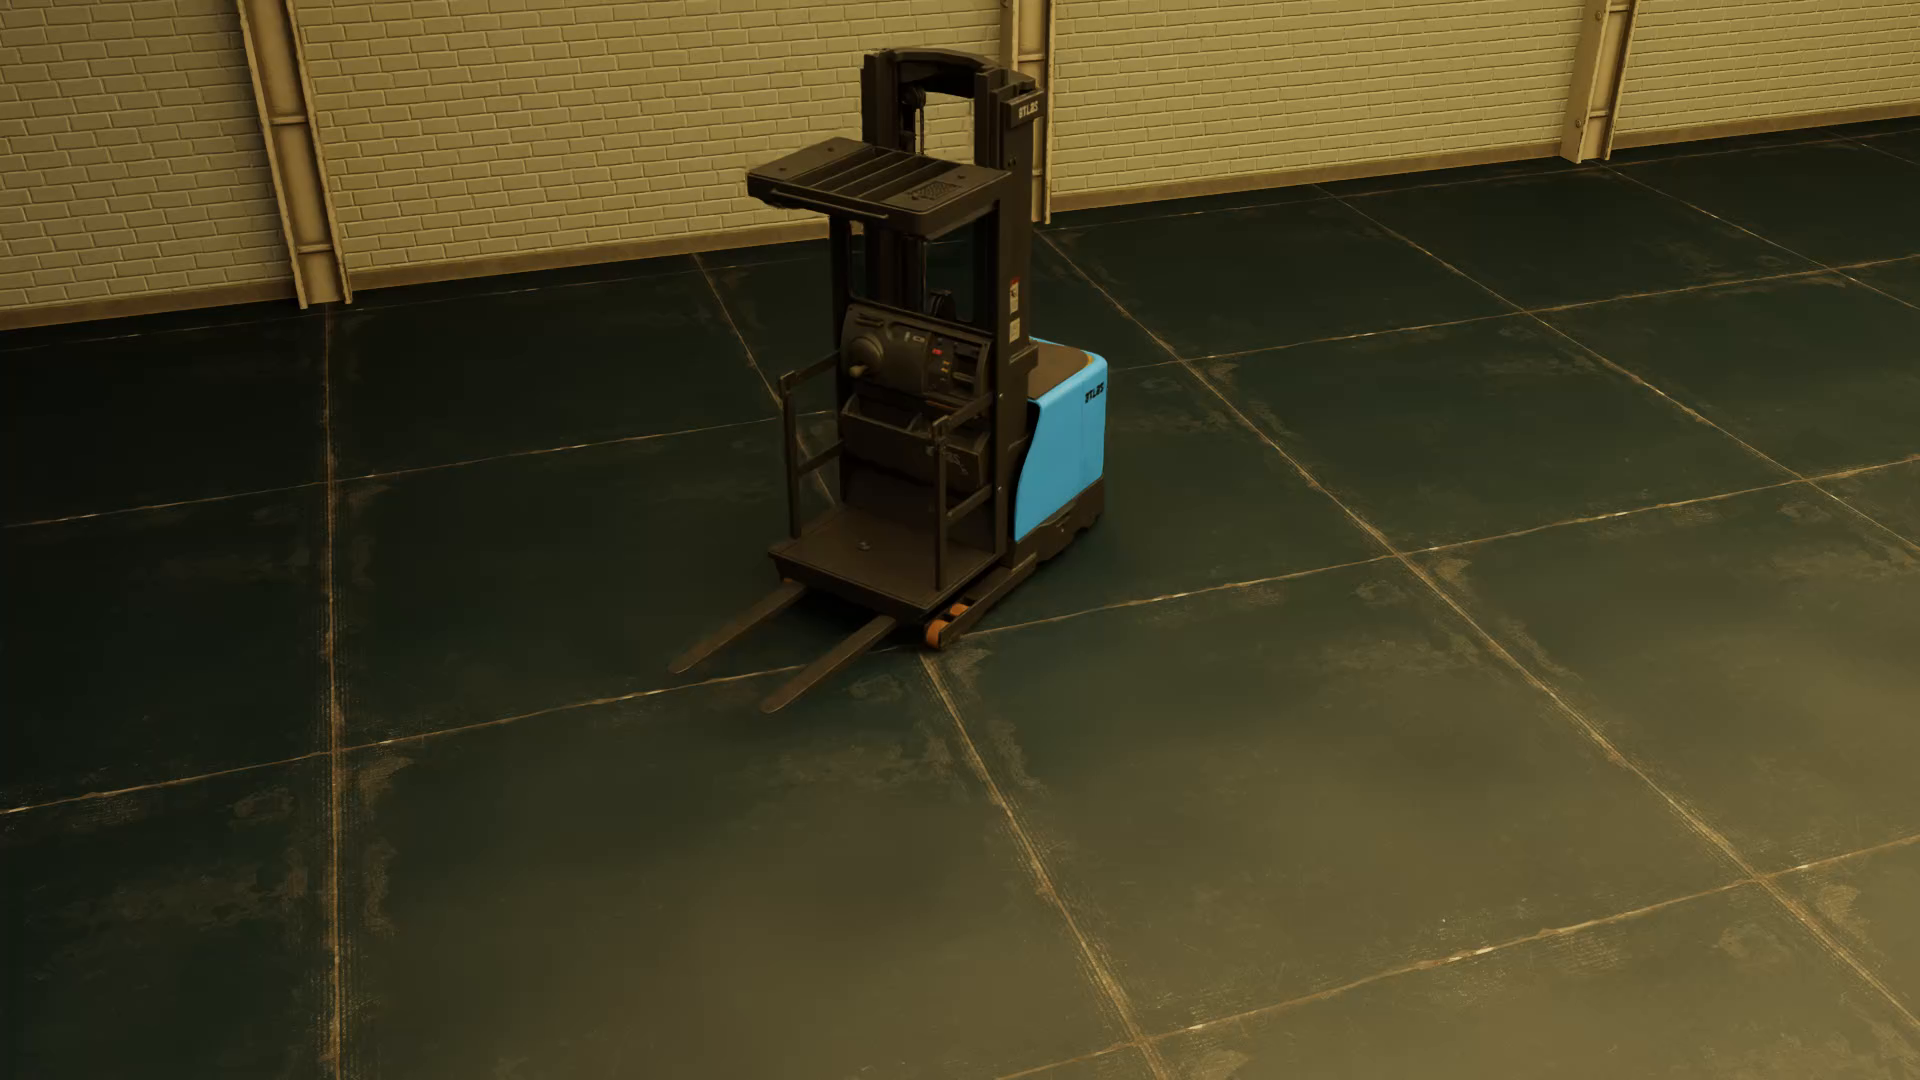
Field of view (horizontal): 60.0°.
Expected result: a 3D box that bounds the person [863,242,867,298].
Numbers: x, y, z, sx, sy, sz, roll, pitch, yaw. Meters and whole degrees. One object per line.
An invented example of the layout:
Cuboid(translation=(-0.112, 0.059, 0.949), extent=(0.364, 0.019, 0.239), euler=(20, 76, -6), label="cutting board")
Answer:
Cuboid(translation=(-0.557, -1.519, 11.157), extent=(0.444, 1.517, 0.742), euler=(-1, 30, -1), label="person")

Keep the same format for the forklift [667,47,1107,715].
Cuboid(translation=(-0.363, -0.946, 8.731), extent=(1.130, 2.935, 3.031), euler=(19, 35, 29), label="forklift")
